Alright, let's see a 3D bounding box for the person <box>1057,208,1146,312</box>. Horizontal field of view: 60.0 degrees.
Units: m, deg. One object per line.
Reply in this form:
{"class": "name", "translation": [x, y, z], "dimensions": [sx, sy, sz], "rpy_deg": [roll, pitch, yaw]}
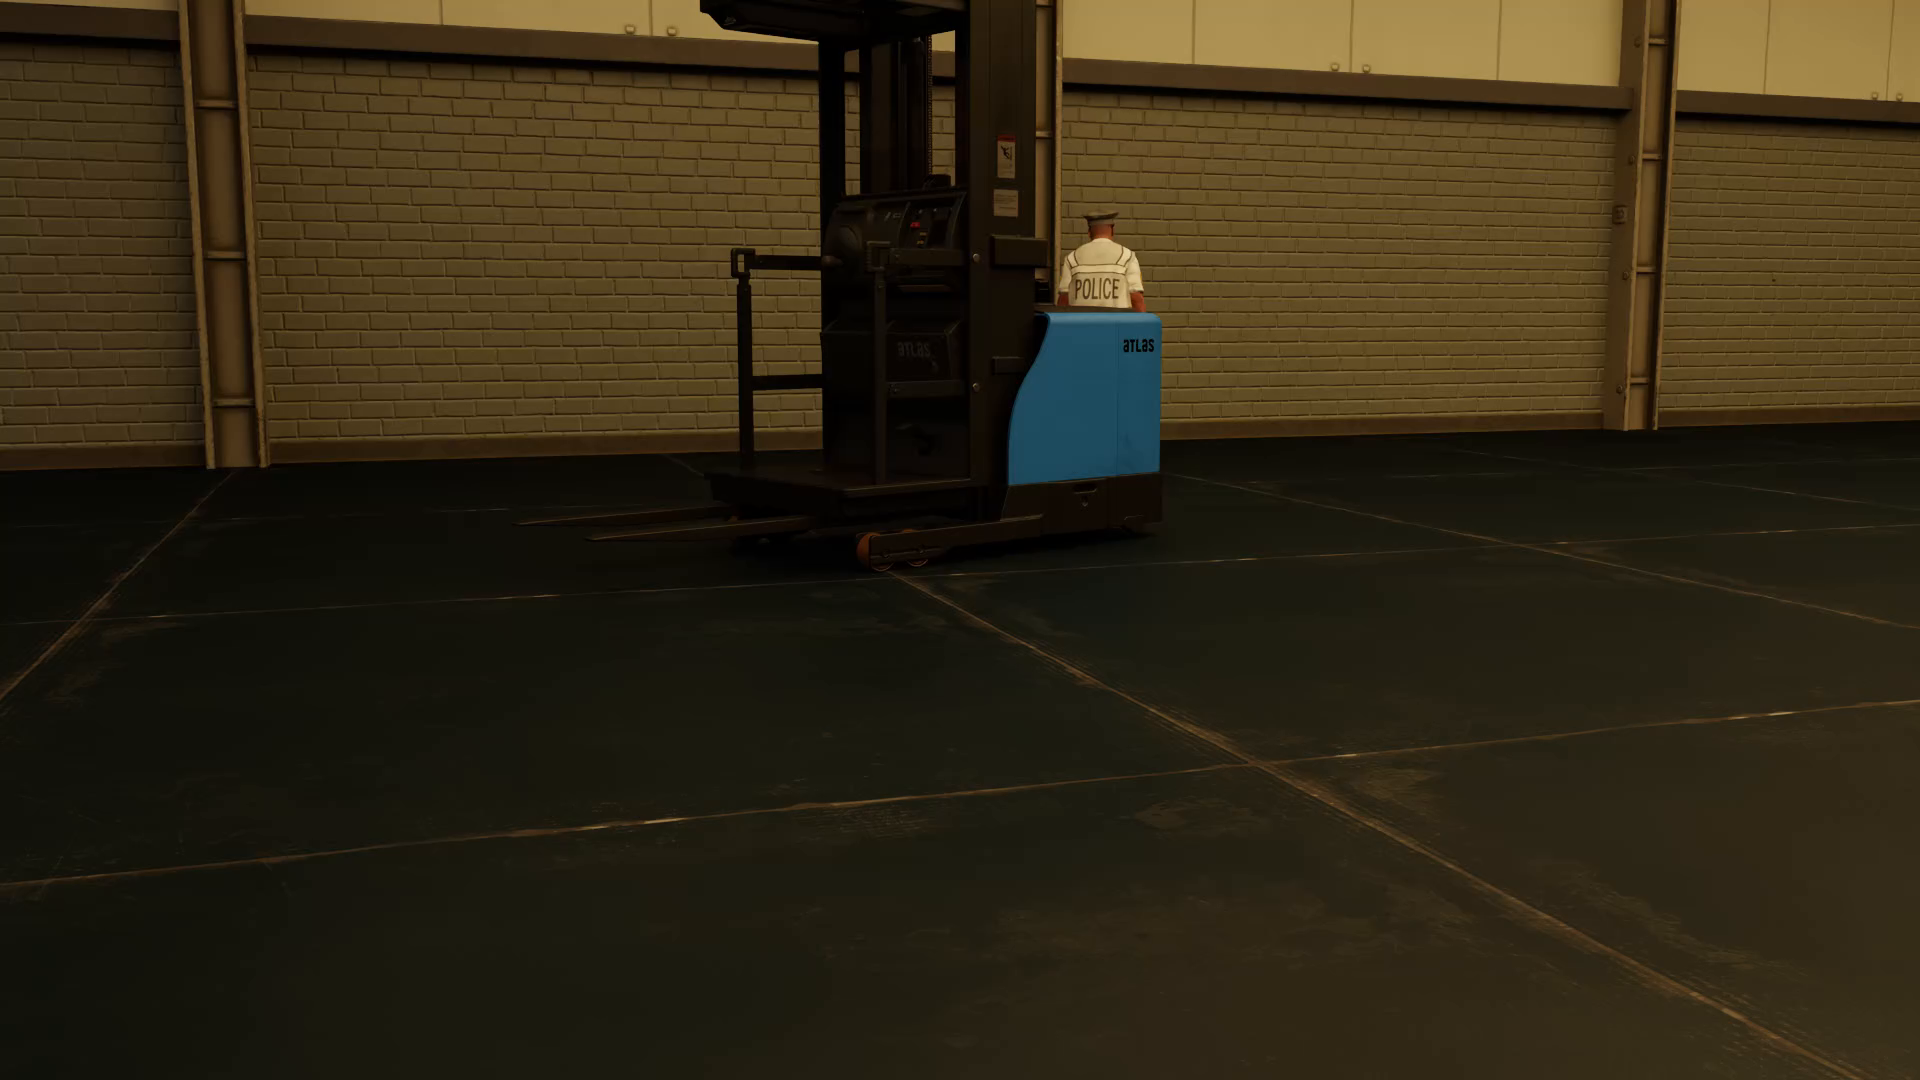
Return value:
{"class": "person", "translation": [0.932, -1.287, 10.890], "dimensions": [0.607, 1.750, 0.437], "rpy_deg": [2, 8, 15]}

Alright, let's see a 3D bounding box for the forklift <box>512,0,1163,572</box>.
{"class": "forklift", "translation": [-0.461, -1.399, 7.333], "dimensions": [3.031, 2.935, 1.130], "rpy_deg": [-7, 10, -40]}
